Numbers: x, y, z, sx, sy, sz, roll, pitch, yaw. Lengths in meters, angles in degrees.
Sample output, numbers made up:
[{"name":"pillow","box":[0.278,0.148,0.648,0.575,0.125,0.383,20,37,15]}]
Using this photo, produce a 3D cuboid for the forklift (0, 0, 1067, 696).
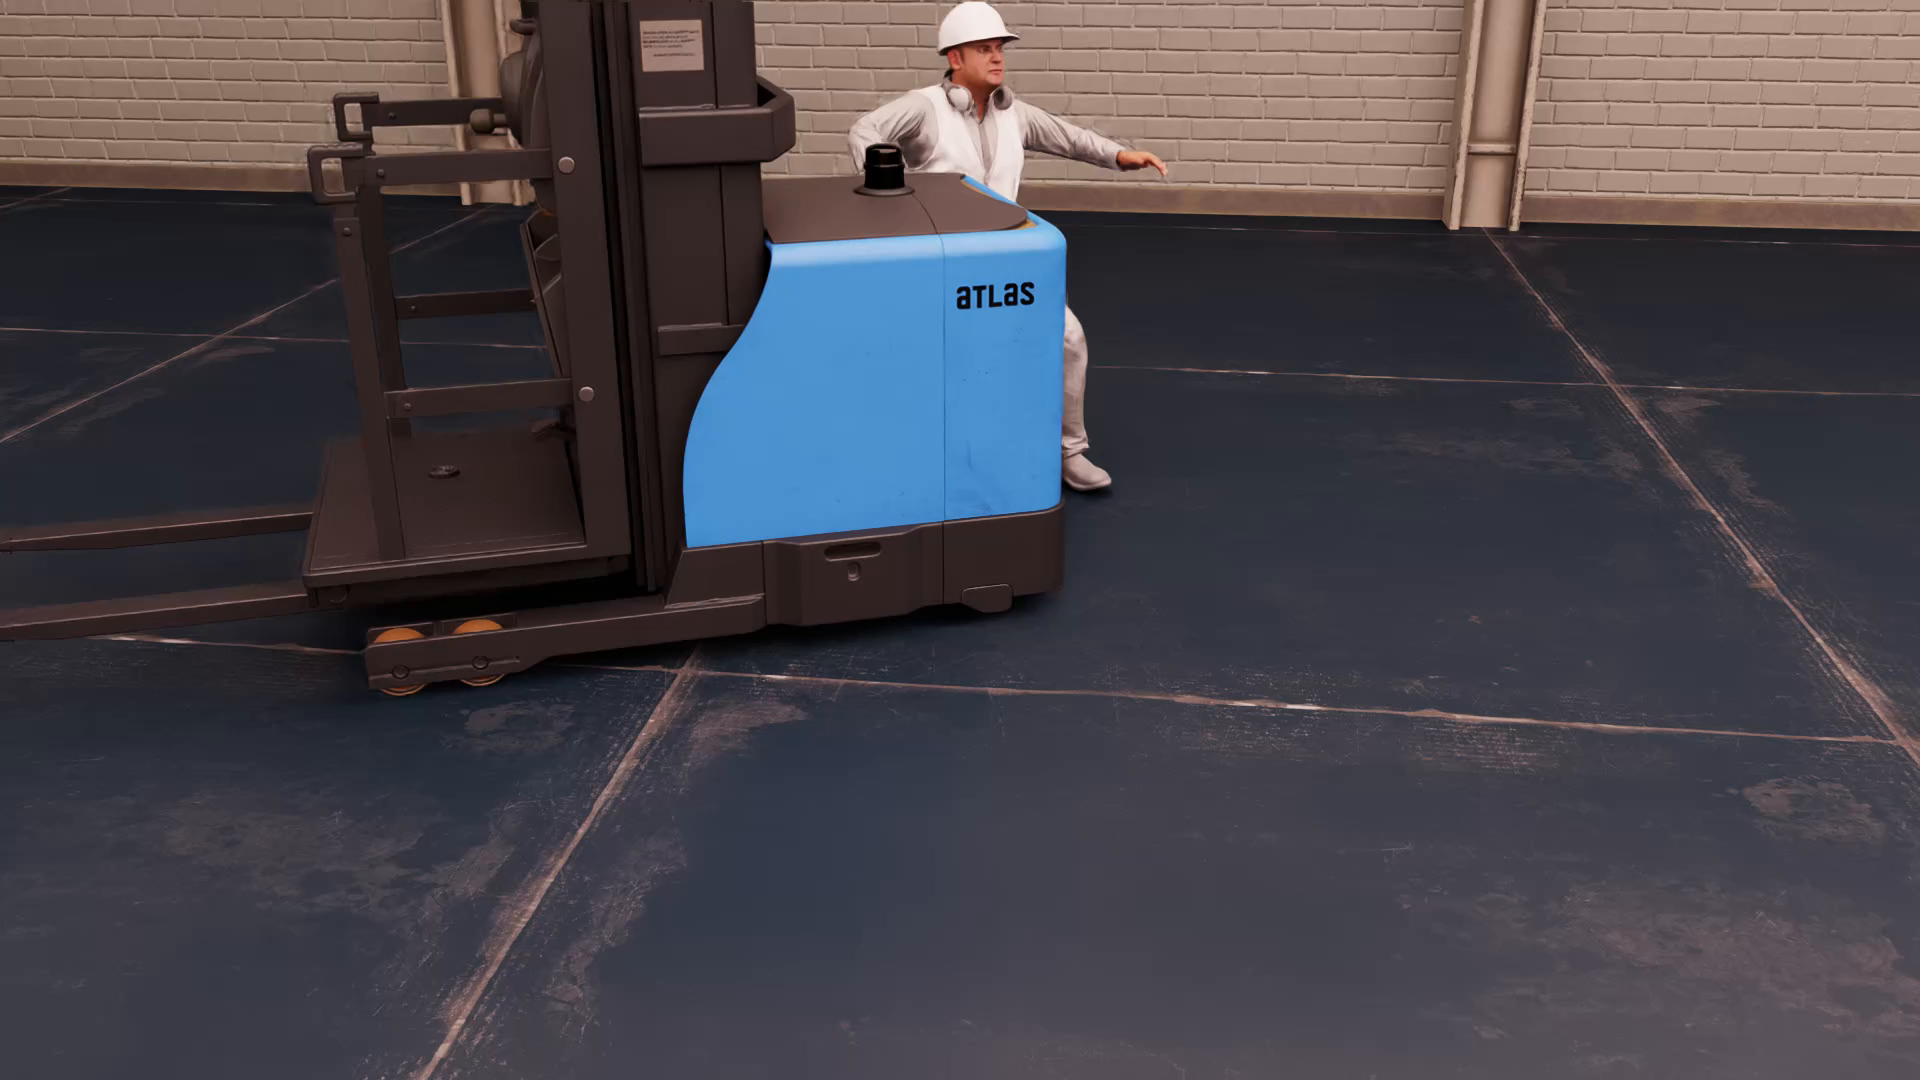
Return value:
[{"name":"forklift","box":[-1.282,-1.186,4.199,3.031,2.935,1.130,-6,23,-15]}]

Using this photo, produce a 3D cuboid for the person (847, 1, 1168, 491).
[{"name":"person","box":[0.144,-0.949,5.482,1.020,1.545,0.871,-19,29,-39]}]
